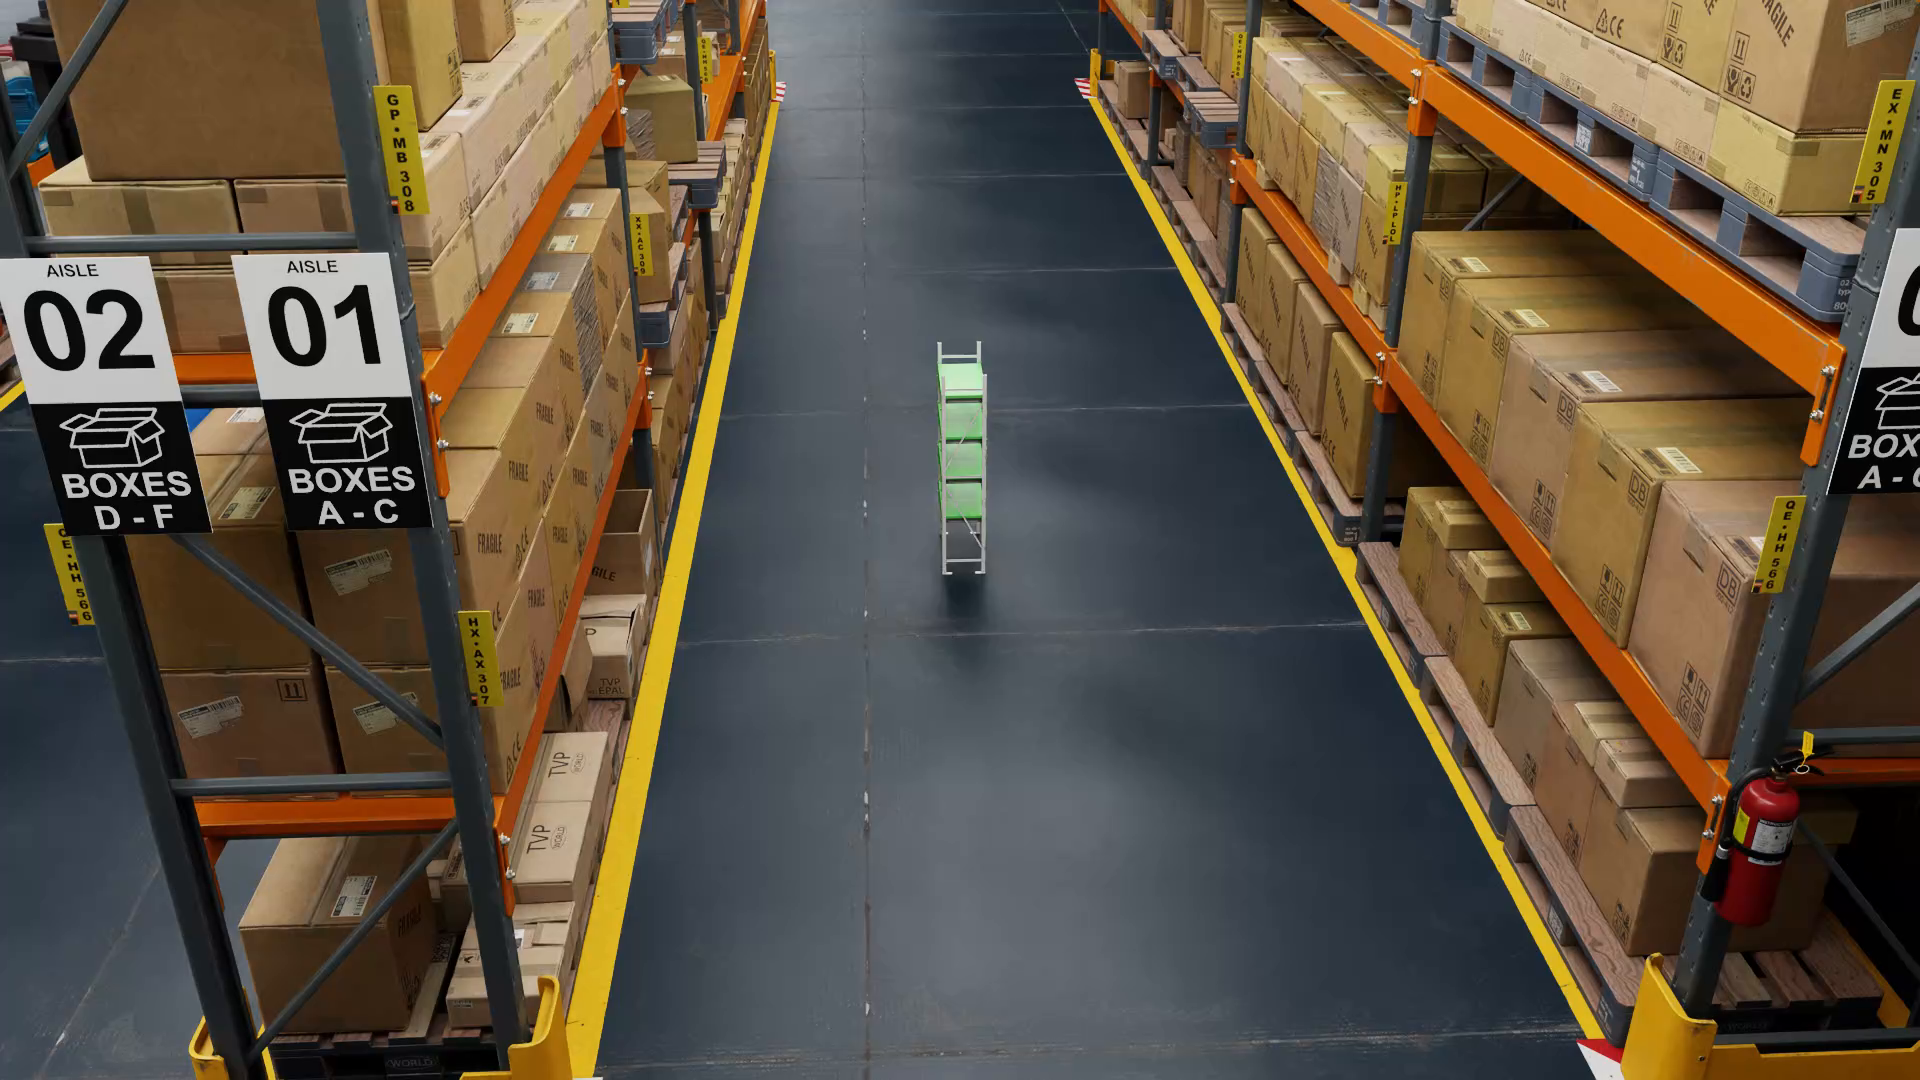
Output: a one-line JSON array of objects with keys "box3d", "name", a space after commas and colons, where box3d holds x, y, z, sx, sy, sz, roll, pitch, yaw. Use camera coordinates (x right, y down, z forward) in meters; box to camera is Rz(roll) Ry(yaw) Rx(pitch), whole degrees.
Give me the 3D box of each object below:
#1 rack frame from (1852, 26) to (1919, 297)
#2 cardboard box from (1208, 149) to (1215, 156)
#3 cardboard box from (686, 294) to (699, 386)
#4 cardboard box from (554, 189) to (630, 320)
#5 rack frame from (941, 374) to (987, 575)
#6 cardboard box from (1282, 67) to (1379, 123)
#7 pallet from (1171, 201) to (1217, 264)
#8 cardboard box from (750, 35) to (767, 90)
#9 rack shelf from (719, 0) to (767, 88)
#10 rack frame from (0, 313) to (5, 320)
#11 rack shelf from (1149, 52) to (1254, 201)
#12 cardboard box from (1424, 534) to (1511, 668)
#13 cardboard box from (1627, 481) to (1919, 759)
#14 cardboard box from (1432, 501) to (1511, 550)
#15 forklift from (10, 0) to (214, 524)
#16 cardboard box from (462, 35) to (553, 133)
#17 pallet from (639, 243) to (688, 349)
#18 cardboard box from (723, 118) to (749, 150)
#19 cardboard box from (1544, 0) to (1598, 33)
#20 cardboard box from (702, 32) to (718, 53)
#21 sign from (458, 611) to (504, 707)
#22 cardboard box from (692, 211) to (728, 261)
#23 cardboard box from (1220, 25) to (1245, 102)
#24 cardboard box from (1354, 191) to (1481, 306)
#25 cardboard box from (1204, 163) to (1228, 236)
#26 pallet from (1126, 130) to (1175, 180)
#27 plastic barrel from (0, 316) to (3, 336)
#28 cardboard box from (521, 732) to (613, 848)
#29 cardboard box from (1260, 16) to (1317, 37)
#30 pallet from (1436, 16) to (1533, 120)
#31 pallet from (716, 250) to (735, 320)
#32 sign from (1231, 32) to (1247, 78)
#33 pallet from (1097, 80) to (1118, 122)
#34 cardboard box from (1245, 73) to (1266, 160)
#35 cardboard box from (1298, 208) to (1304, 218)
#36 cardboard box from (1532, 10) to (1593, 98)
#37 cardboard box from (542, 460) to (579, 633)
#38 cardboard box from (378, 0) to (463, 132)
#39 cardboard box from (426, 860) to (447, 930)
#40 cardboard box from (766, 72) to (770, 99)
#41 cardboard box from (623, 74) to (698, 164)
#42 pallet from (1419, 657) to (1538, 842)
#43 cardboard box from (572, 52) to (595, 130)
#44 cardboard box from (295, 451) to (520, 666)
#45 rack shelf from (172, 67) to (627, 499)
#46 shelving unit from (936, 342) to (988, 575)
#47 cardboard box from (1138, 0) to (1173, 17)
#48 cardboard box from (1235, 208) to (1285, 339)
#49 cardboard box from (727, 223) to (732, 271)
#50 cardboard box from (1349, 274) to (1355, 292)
[{"box3d": [2.992, -2.032, 3.916, 1.000, 3.000, 0.127, -1, 28, -3], "name": "rack frame"}, {"box3d": [2.478, -3.550, 14.730, 0.500, 0.250, 0.500, -2, 28, -4], "name": "cardboard box"}, {"box3d": [-2.063, -1.367, 11.355, 0.500, 0.500, 0.500, -2, 28, -5], "name": "cardboard box"}, {"box3d": [-1.879, -1.359, 7.922, 0.500, 0.500, 0.500, -1, 28, -2], "name": "cardboard box"}, {"box3d": [0.021, -0.343, 9.110, 0.240, 1.200, 0.015, -1, 28, -3], "name": "rack frame"}, {"box3d": [2.399, -2.890, 10.784, 0.500, 0.250, 0.500, -1, 28, -2], "name": "cardboard box"}, {"box3d": [2.474, -2.753, 14.801, 1.003, 0.211, 1.213, -1, 28, -3], "name": "pallet"}, {"box3d": [-2.398, -5.238, 18.257, 0.500, 0.500, 0.500, -1, 28, -3], "name": "cardboard box"}, {"box3d": [-2.686, -5.397, 17.633, 1.077, 0.370, 4.000, -1, 28, -3], "name": "rack shelf"}, {"box3d": [-7.319, -2.828, 11.928, 1.000, 3.000, 0.127, -1, 28, -3], "name": "rack frame"}, {"box3d": [2.470, -3.671, 14.324, 1.077, 0.370, 4.000, -1, 28, -3], "name": "rack shelf"}, {"box3d": [2.743, 0.282, 8.214, 0.700, 0.500, 0.500, -2, 28, -3], "name": "cardboard box"}, {"box3d": [2.955, 0.259, 5.685, 0.980, 0.700, 0.700, 0, 28, 0], "name": "cardboard box"}, {"box3d": [2.555, -0.075, 8.197, 0.380, 0.149, 0.250, 0, 28, -1], "name": "cardboard box"}, {"box3d": [-4.657, -1.864, 10.155, 1.130, 2.935, 3.031, -2, 28, -3], "name": "forklift"}, {"box3d": [-1.795, -1.672, 6.091, 0.500, 0.250, 0.500, -1, 28, -3], "name": "cardboard box"}, {"box3d": [-2.096, -1.385, 9.369, 1.003, 0.211, 1.213, -1, 28, -3], "name": "pallet"}, {"box3d": [-2.274, -3.828, 15.759, 0.500, 0.311, 0.500, -1, 28, -3], "name": "cardboard box"}, {"box3d": [2.605, -2.245, 6.356, 0.500, 0.500, 0.500, -1, 28, -2], "name": "cardboard box"}, {"box3d": [-2.512, -4.500, 15.296, 0.500, 0.250, 0.500, 0, 28, 1], "name": "cardboard box"}, {"box3d": [-1.413, 0.352, 4.895, 0.100, 0.325, 0.005, -1, 28, -3], "name": "sign"}, {"box3d": [-2.107, -2.410, 13.040, 0.500, 0.311, 0.500, 0, 28, -1], "name": "cardboard box"}, {"box3d": [2.484, -3.780, 13.171, 0.700, 0.500, 0.500, -4, 28, -7], "name": "cardboard box"}, {"box3d": [2.507, -1.612, 9.145, 0.500, 0.500, 0.500, -2, 28, -3], "name": "cardboard box"}, {"box3d": [2.520, -2.954, 14.398, 0.700, 0.500, 0.500, -2, 28, -3], "name": "cardboard box"}, {"box3d": [2.295, -3.987, 17.166, 1.003, 0.211, 1.213, -1, 28, -3], "name": "pallet"}, {"box3d": [-7.277, -1.826, 11.900, 0.600, 0.830, 0.708, -1, 28, -3], "name": "plastic barrel"}, {"box3d": [-1.752, 1.053, 6.984, 0.500, 0.250, 0.500, -1, 28, -3], "name": "cardboard box"}, {"box3d": [2.495, -3.901, 12.700, 0.380, 0.149, 0.250, -6, 28, -11], "name": "cardboard box"}, {"box3d": [2.815, -2.132, 7.447, 1.003, 0.211, 1.213, -1, 28, -3], "name": "pallet"}, {"box3d": [-2.376, -2.090, 13.529, 1.003, 0.211, 1.213, -1, 28, -3], "name": "pallet"}, {"box3d": [2.033, -3.528, 12.103, 0.100, 0.325, 0.005, -1, 28, -3], "name": "sign"}, {"box3d": [2.168, -5.114, 19.327, 1.003, 0.211, 1.213, -1, 28, -3], "name": "pallet"}, {"box3d": [2.344, -3.021, 11.848, 0.500, 0.500, 0.500, -1, 28, -1], "name": "cardboard box"}, {"box3d": [2.455, -2.213, 11.000, 0.380, 0.149, 0.250, -1, 28, -2], "name": "cardboard box"}, {"box3d": [2.602, -1.916, 6.536, 0.500, 0.250, 0.500, -2, 28, -4], "name": "cardboard box"}, {"box3d": [-1.770, 0.023, 6.353, 0.500, 0.500, 0.500, -1, 28, -3], "name": "cardboard box"}, {"box3d": [-1.939, -1.538, 5.023, 0.700, 0.500, 0.500, -1, 28, -3], "name": "cardboard box"}, {"box3d": [-2.160, 1.376, 6.457, 0.380, 0.166, 0.250, -1, 28, -3], "name": "cardboard box"}, {"box3d": [-2.429, -5.136, 18.873, 0.500, 0.250, 0.500, -1, 28, -3], "name": "cardboard box"}, {"box3d": [-2.227, -2.888, 11.481, 0.700, 0.500, 0.500, -11, 29, -20], "name": "cardboard box"}, {"box3d": [2.811, 0.935, 7.730, 1.003, 0.211, 1.213, -1, 28, -3], "name": "pallet"}, {"box3d": [-1.857, -1.912, 7.092, 0.500, 0.250, 0.500, -1, 28, -3], "name": "cardboard box"}, {"box3d": [-1.715, 0.050, 5.221, 0.500, 0.500, 0.500, -1, 28, -1], "name": "cardboard box"}, {"box3d": [-2.059, -1.186, 6.314, 1.077, 0.370, 4.000, -1, 28, -3], "name": "rack shelf"}, {"box3d": [0.009, -0.456, 9.326, 0.258, 1.200, 0.503, -1, 28, -3], "name": "shelving unit"}, {"box3d": [2.032, -5.400, 16.189, 0.500, 0.500, 0.500, -1, 28, -3], "name": "cardboard box"}, {"box3d": [2.482, -1.957, 12.129, 0.750, 0.750, 0.750, -2, 28, -3], "name": "cardboard box"}, {"box3d": [-2.134, -2.394, 13.615, 0.500, 0.250, 0.500, -2, 28, -4], "name": "cardboard box"}, {"box3d": [2.478, -1.503, 9.638, 0.380, 0.149, 0.250, -1, 28, -1], "name": "cardboard box"}]
